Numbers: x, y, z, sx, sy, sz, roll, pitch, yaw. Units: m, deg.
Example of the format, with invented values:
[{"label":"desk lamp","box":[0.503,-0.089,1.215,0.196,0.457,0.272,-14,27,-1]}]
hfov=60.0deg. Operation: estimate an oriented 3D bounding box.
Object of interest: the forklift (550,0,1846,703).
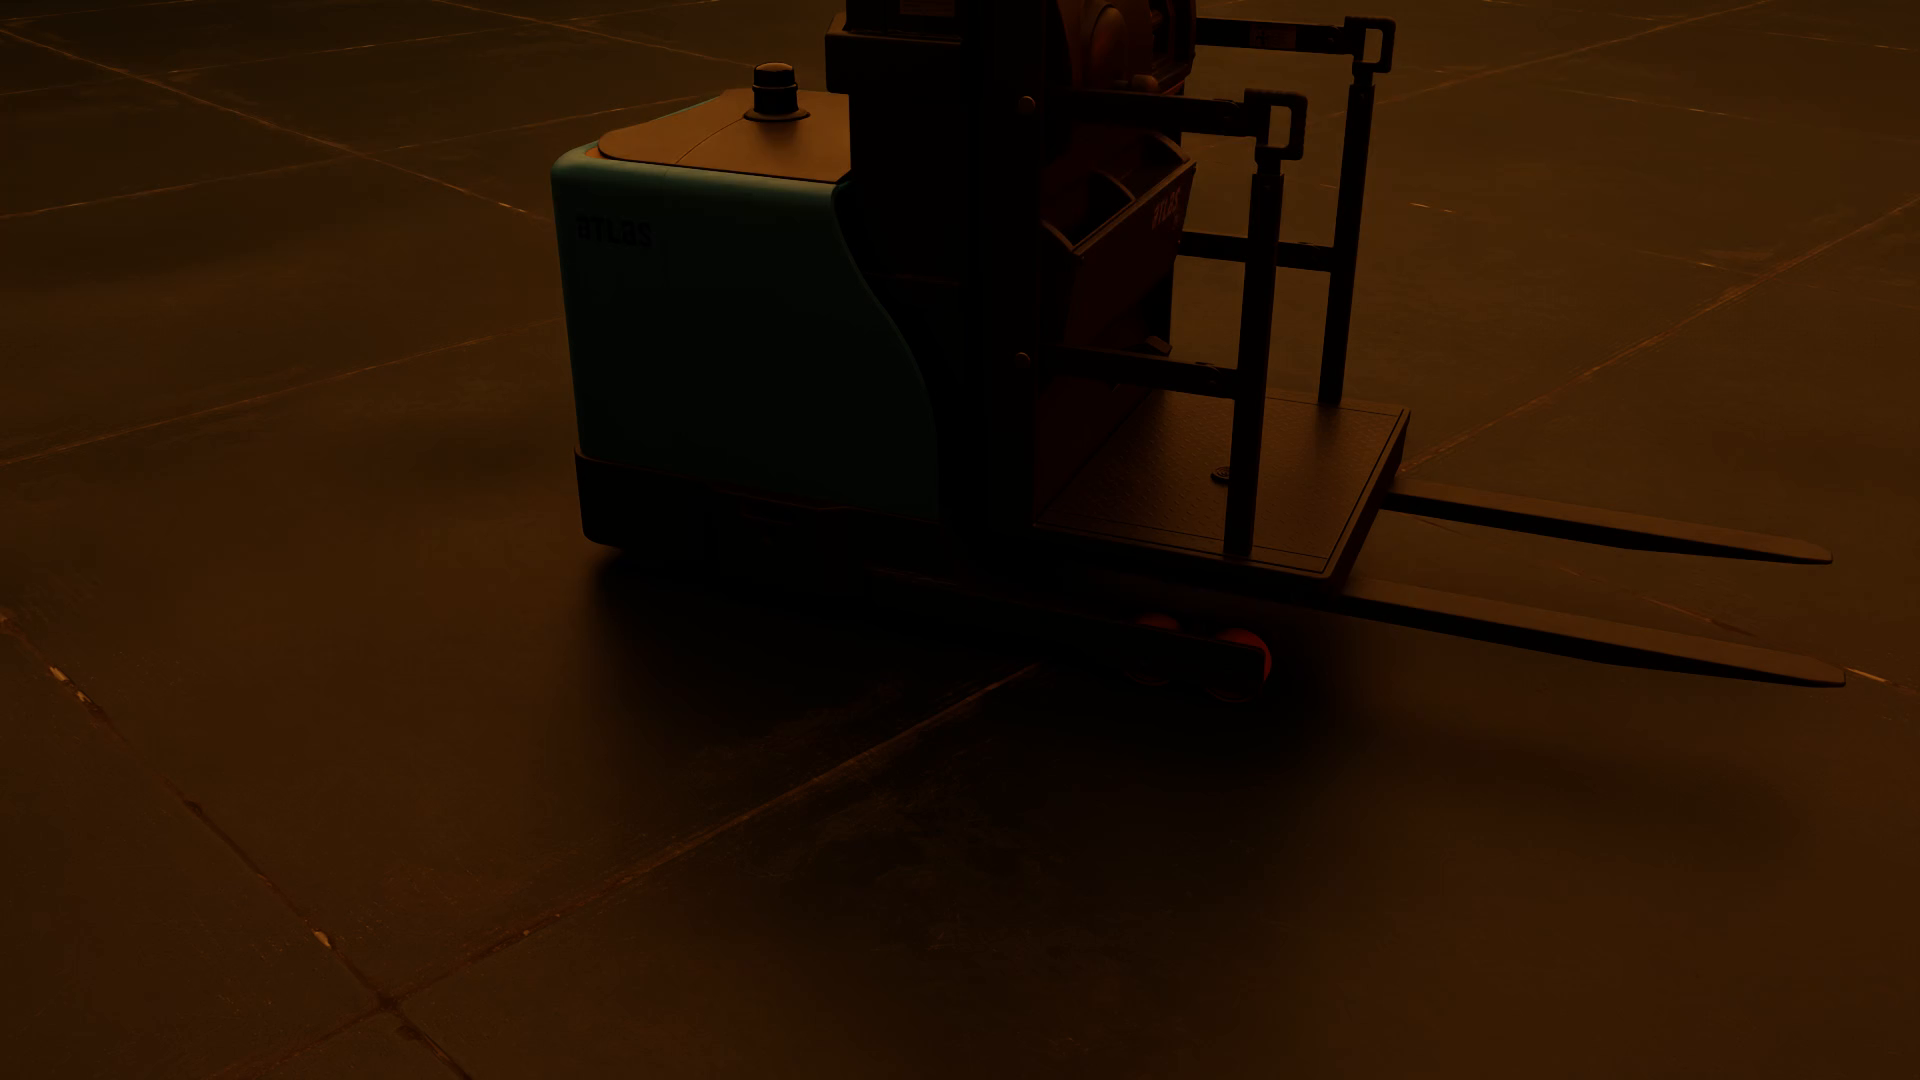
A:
[{"label":"forklift","box":[0.560,-1.212,3.684,3.031,2.935,1.130,11,28,20]}]
